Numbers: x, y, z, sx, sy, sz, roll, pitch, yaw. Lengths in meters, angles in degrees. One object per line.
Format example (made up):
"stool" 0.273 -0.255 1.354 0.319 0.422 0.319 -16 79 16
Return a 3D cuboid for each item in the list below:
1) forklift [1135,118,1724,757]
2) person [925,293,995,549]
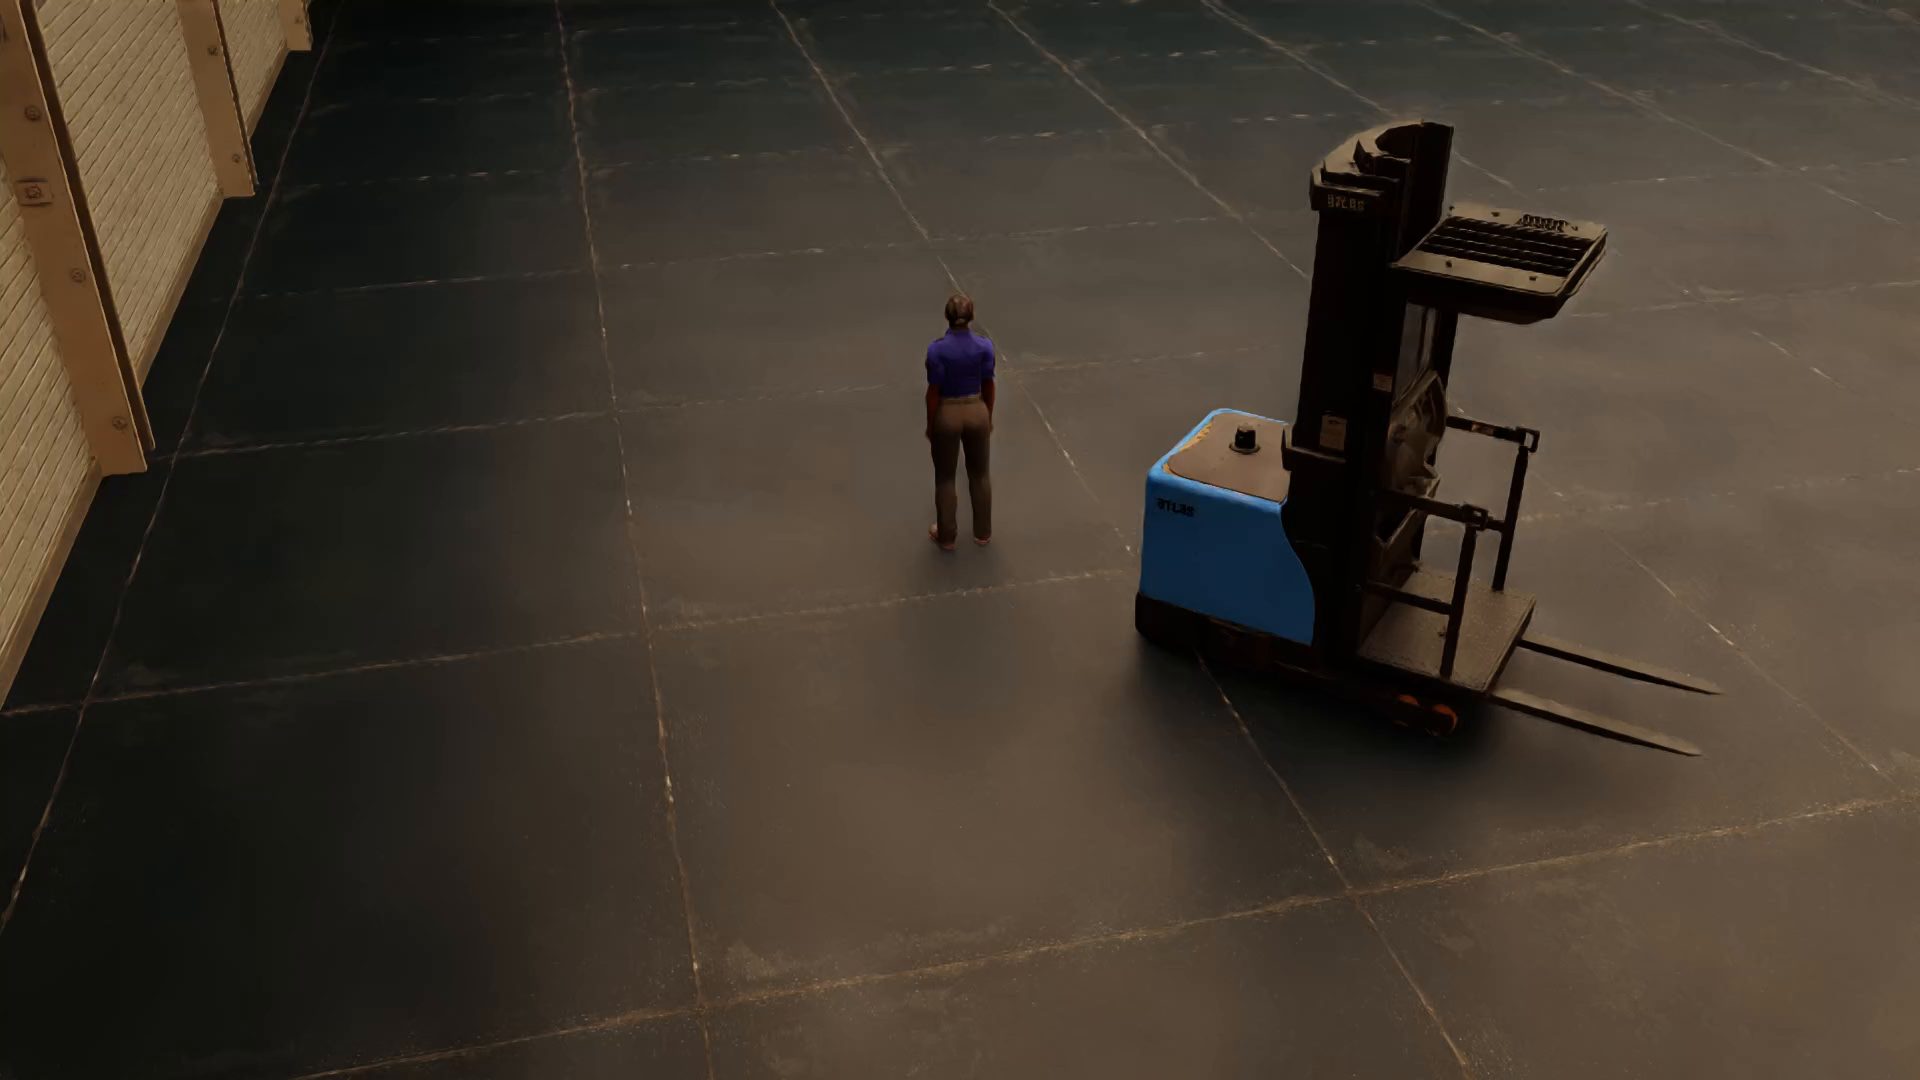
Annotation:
"forklift" 2.530 -0.541 8.509 3.031 2.935 1.130 17 34 26
"person" 0.001 -0.722 10.110 0.446 1.646 0.320 -7 31 -12
